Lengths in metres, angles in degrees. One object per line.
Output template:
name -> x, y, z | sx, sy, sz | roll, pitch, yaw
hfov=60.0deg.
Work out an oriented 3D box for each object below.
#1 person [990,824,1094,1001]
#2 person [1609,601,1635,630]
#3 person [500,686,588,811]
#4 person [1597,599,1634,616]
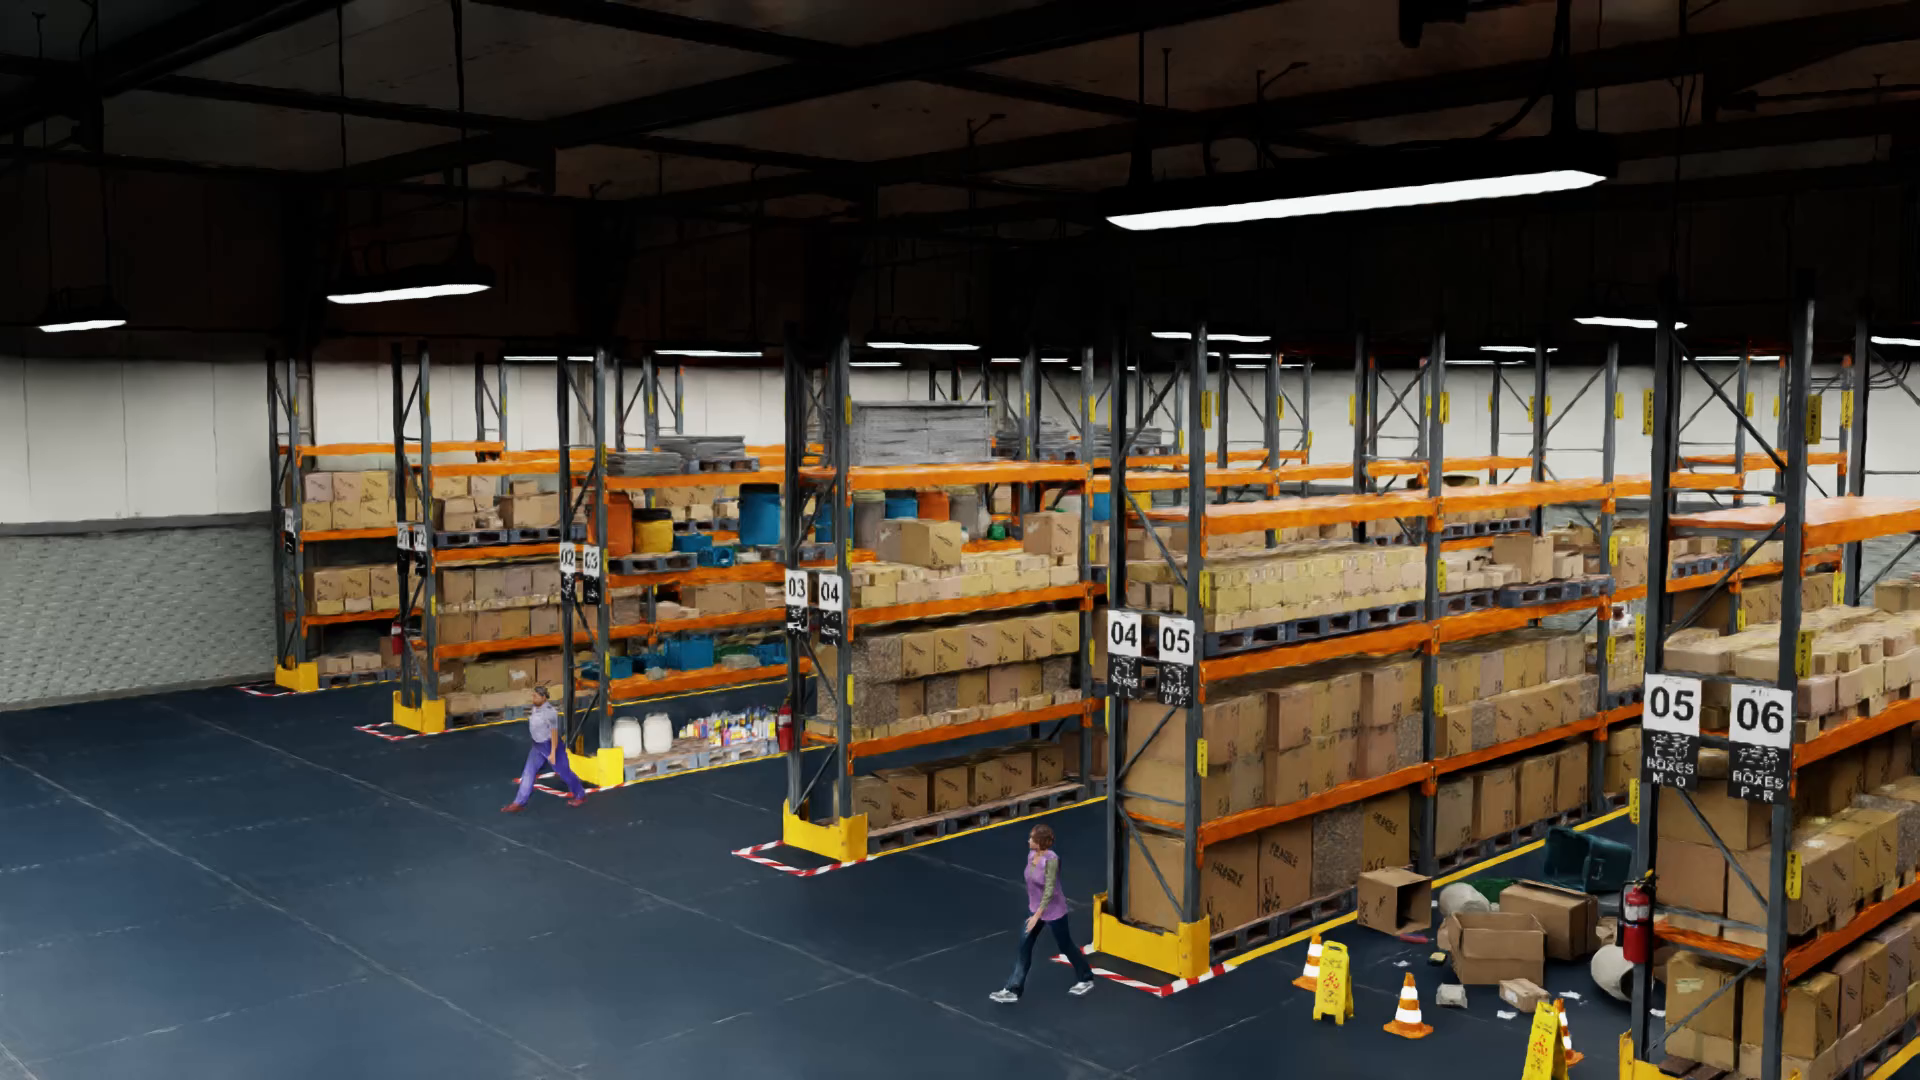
person -> 0.731, 3.162, 14.158 | 0.962, 1.533, 0.408 | -3, 6, -34
person -> 11.248, 1.840, 28.450 | 1.122, 1.704, 0.566 | -4, 7, -42
person -> -5.153, 2.578, 20.664 | 0.479, 1.563, 1.072 | 5, 7, 44
person -> 12.717, 1.516, 32.217 | 0.688, 1.709, 0.825 | 3, 6, 29
